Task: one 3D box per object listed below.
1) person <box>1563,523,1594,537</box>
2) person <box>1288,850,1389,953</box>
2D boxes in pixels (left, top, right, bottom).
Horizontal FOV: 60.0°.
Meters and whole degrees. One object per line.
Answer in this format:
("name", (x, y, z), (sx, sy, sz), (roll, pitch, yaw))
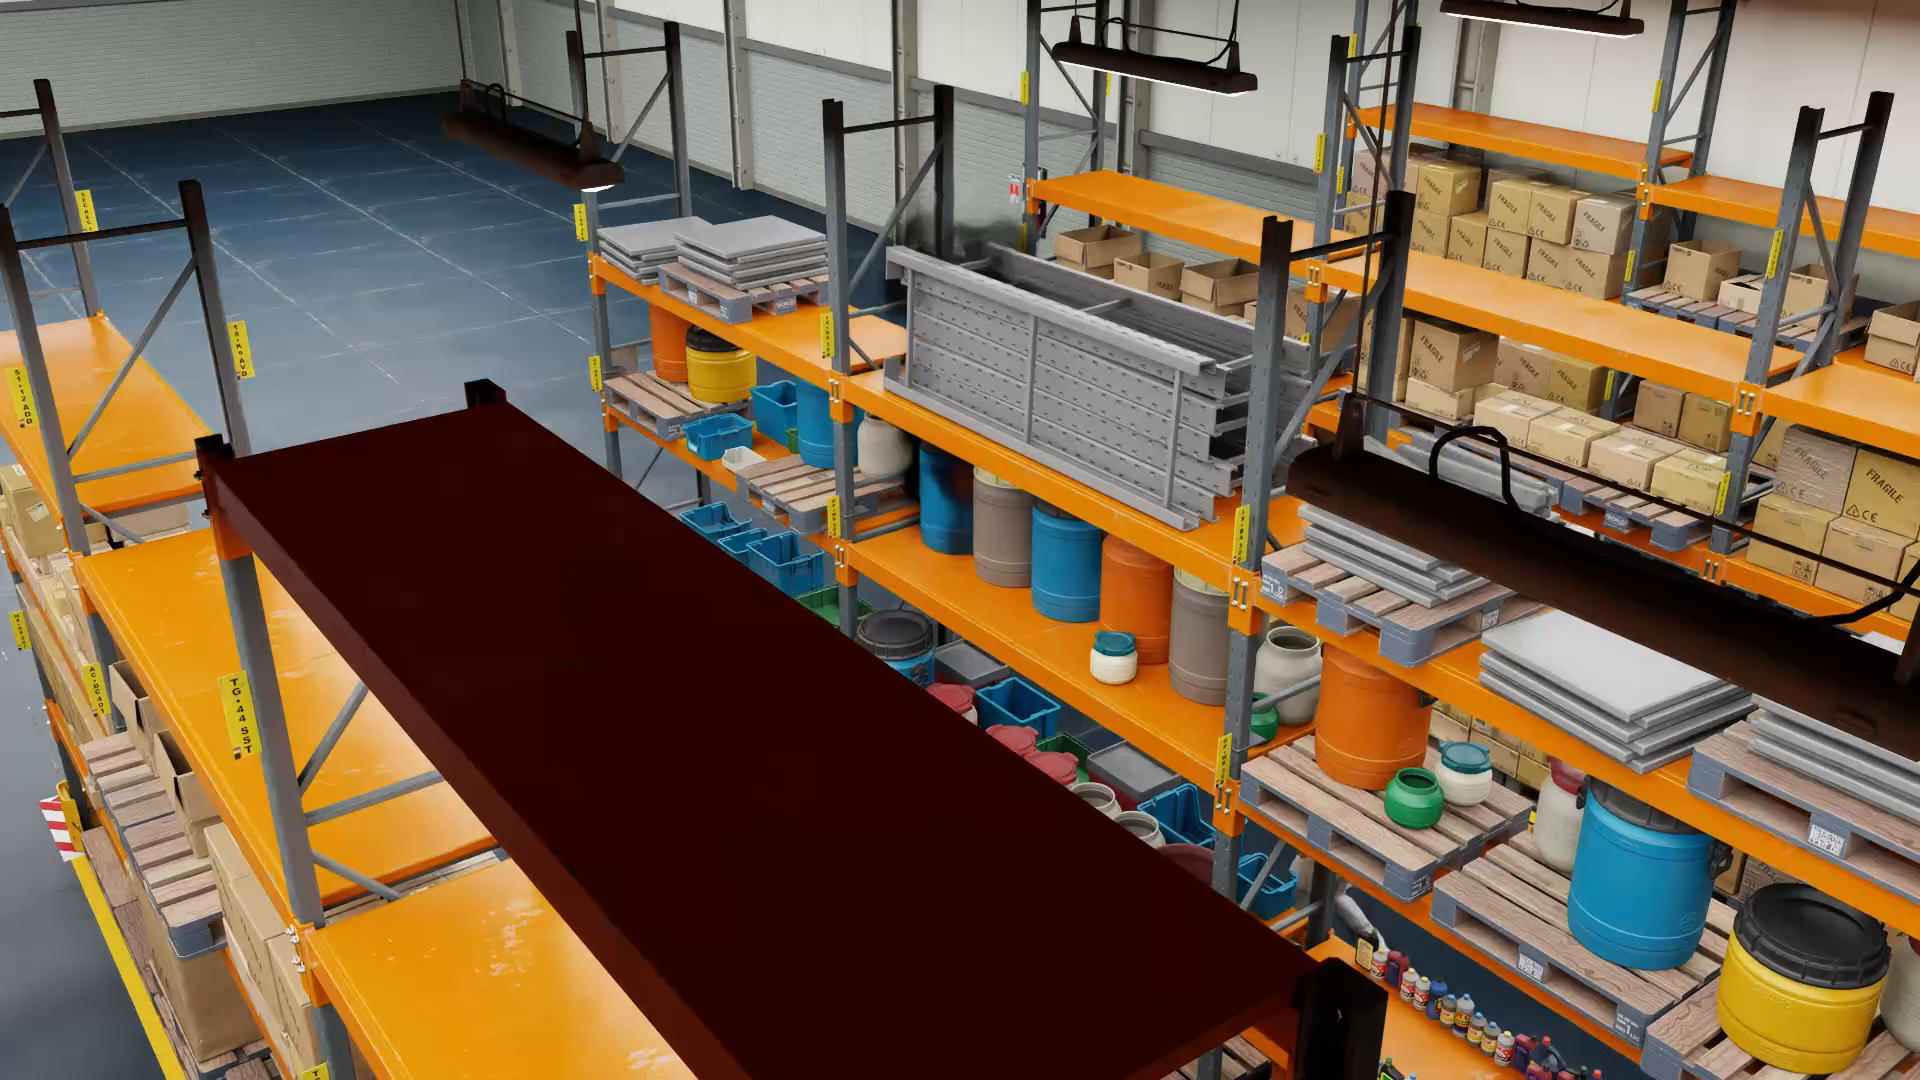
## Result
("person", (5.753, 0.635, 15.581), (0.648, 1.724, 0.613), (-19, 31, -35))
("person", (2.654, 2.274, 11.927), (0.712, 1.776, 1.005), (-20, 31, -36))
